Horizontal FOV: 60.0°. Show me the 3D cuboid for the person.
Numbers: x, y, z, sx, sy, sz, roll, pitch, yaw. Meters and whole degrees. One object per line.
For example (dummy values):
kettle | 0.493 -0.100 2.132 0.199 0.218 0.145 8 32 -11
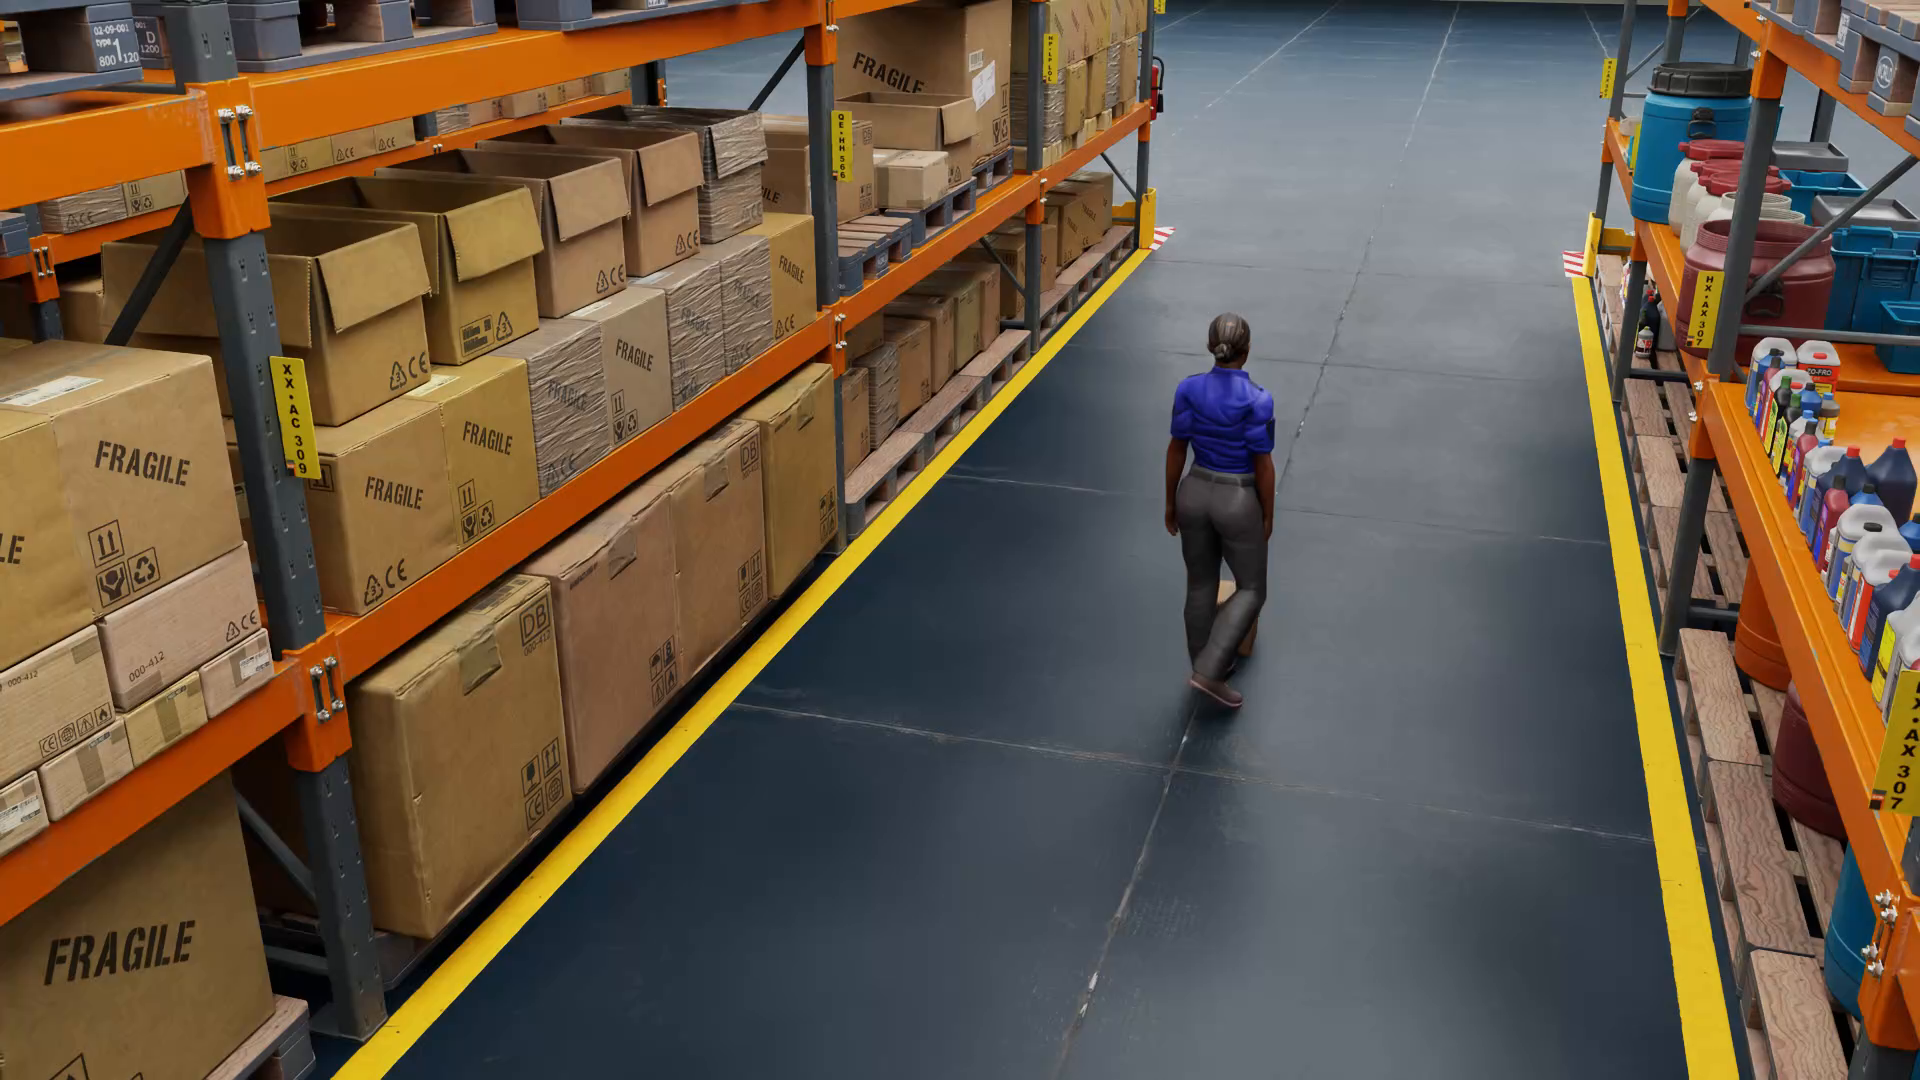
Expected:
person | 1.058 -0.124 6.861 0.463 1.652 0.585 14 26 31
